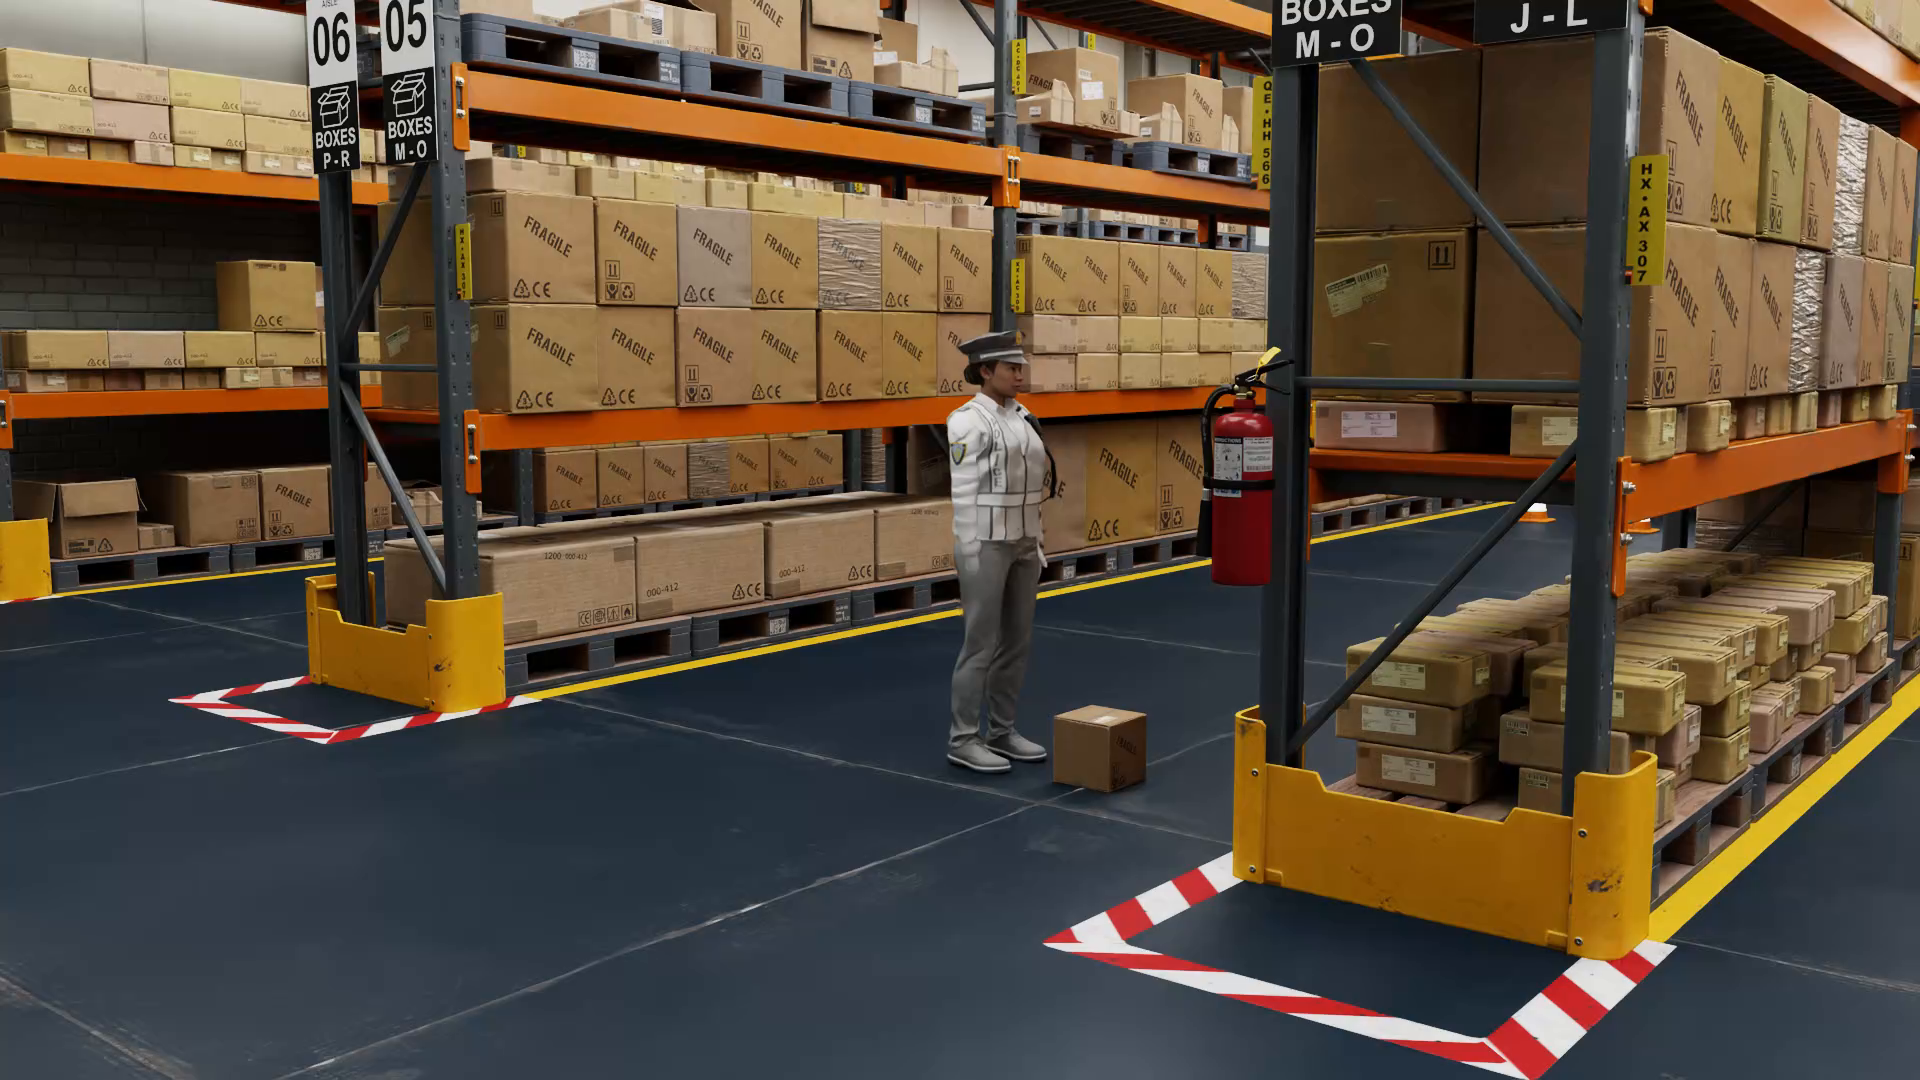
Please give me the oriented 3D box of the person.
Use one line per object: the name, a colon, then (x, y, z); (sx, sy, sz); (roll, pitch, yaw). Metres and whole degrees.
person: (0.160, 0.032, 6.409); (0.336, 1.679, 0.466); (6, 9, 40)
